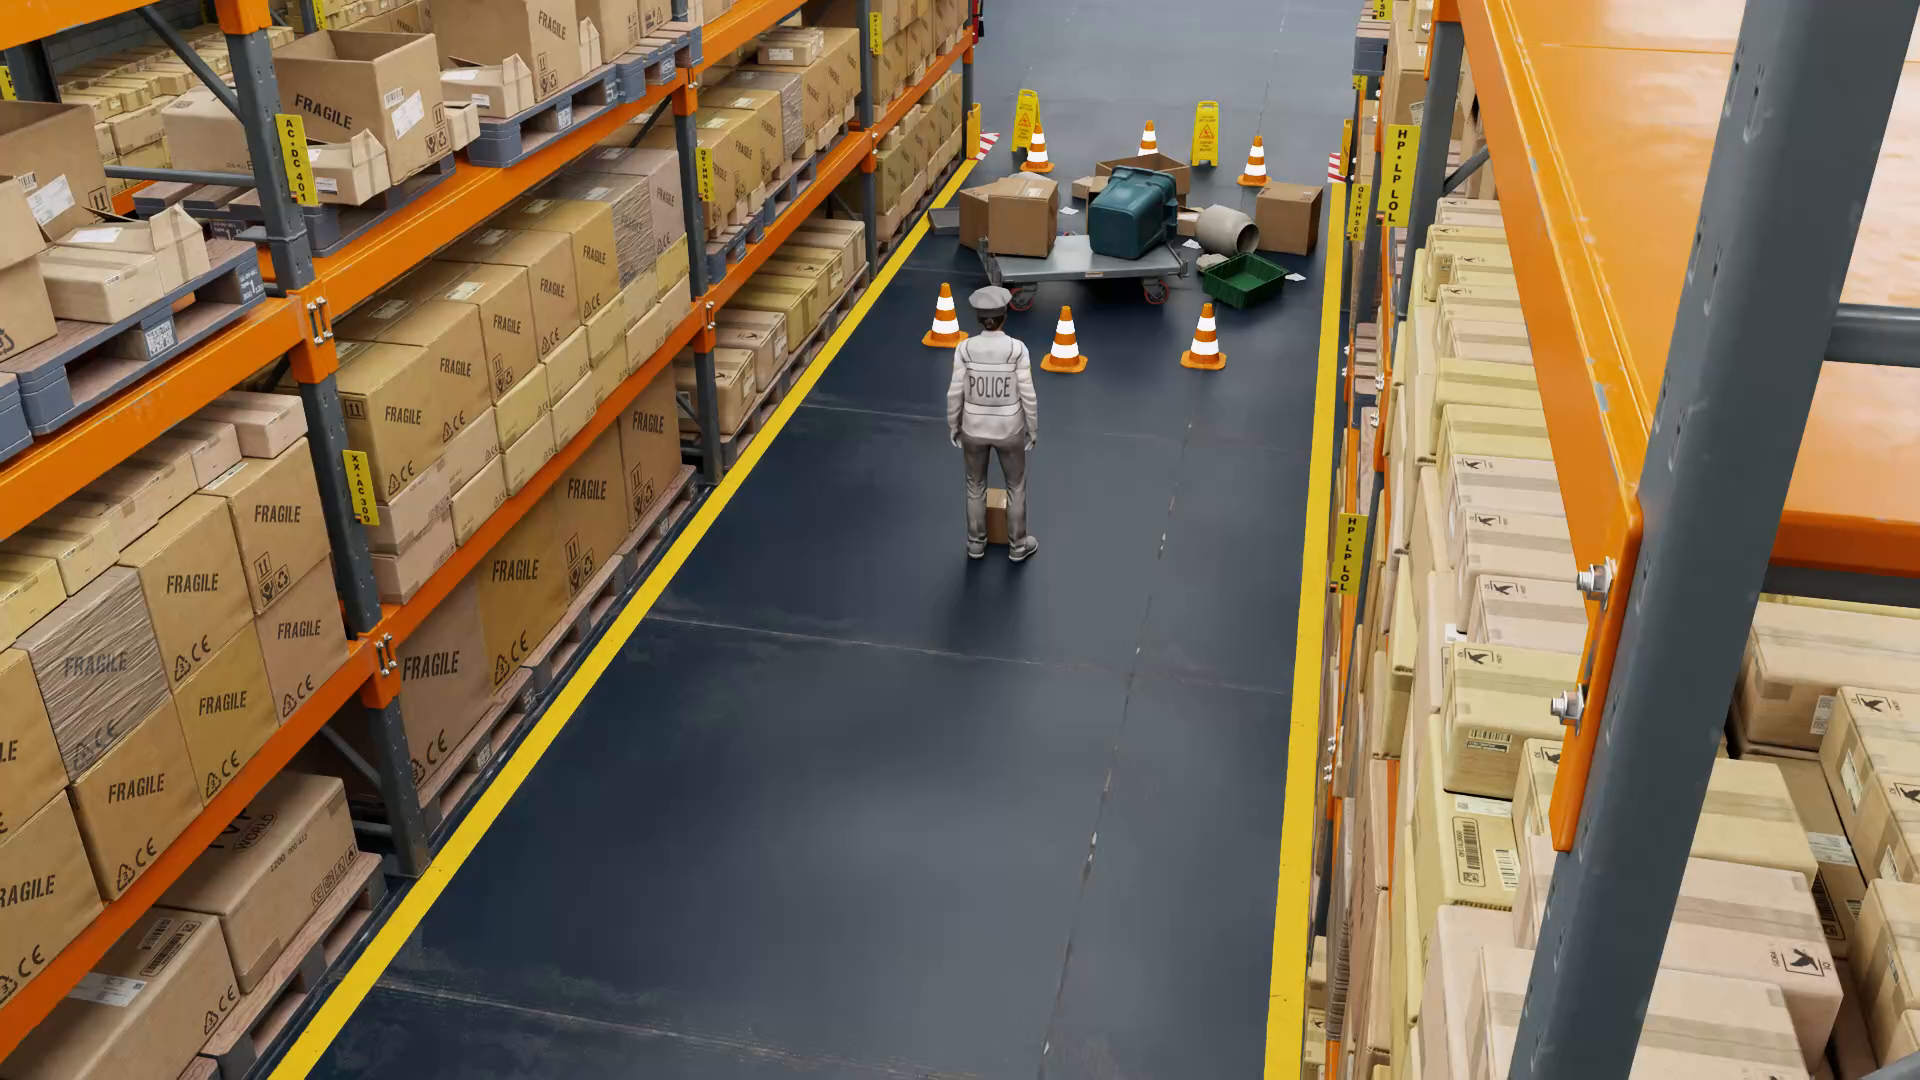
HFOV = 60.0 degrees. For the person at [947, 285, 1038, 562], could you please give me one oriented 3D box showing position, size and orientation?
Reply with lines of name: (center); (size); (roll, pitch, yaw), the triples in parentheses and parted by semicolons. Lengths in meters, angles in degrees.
person: (0.202, -0.649, 9.782); (0.529, 1.662, 0.376); (4, 29, 7)
